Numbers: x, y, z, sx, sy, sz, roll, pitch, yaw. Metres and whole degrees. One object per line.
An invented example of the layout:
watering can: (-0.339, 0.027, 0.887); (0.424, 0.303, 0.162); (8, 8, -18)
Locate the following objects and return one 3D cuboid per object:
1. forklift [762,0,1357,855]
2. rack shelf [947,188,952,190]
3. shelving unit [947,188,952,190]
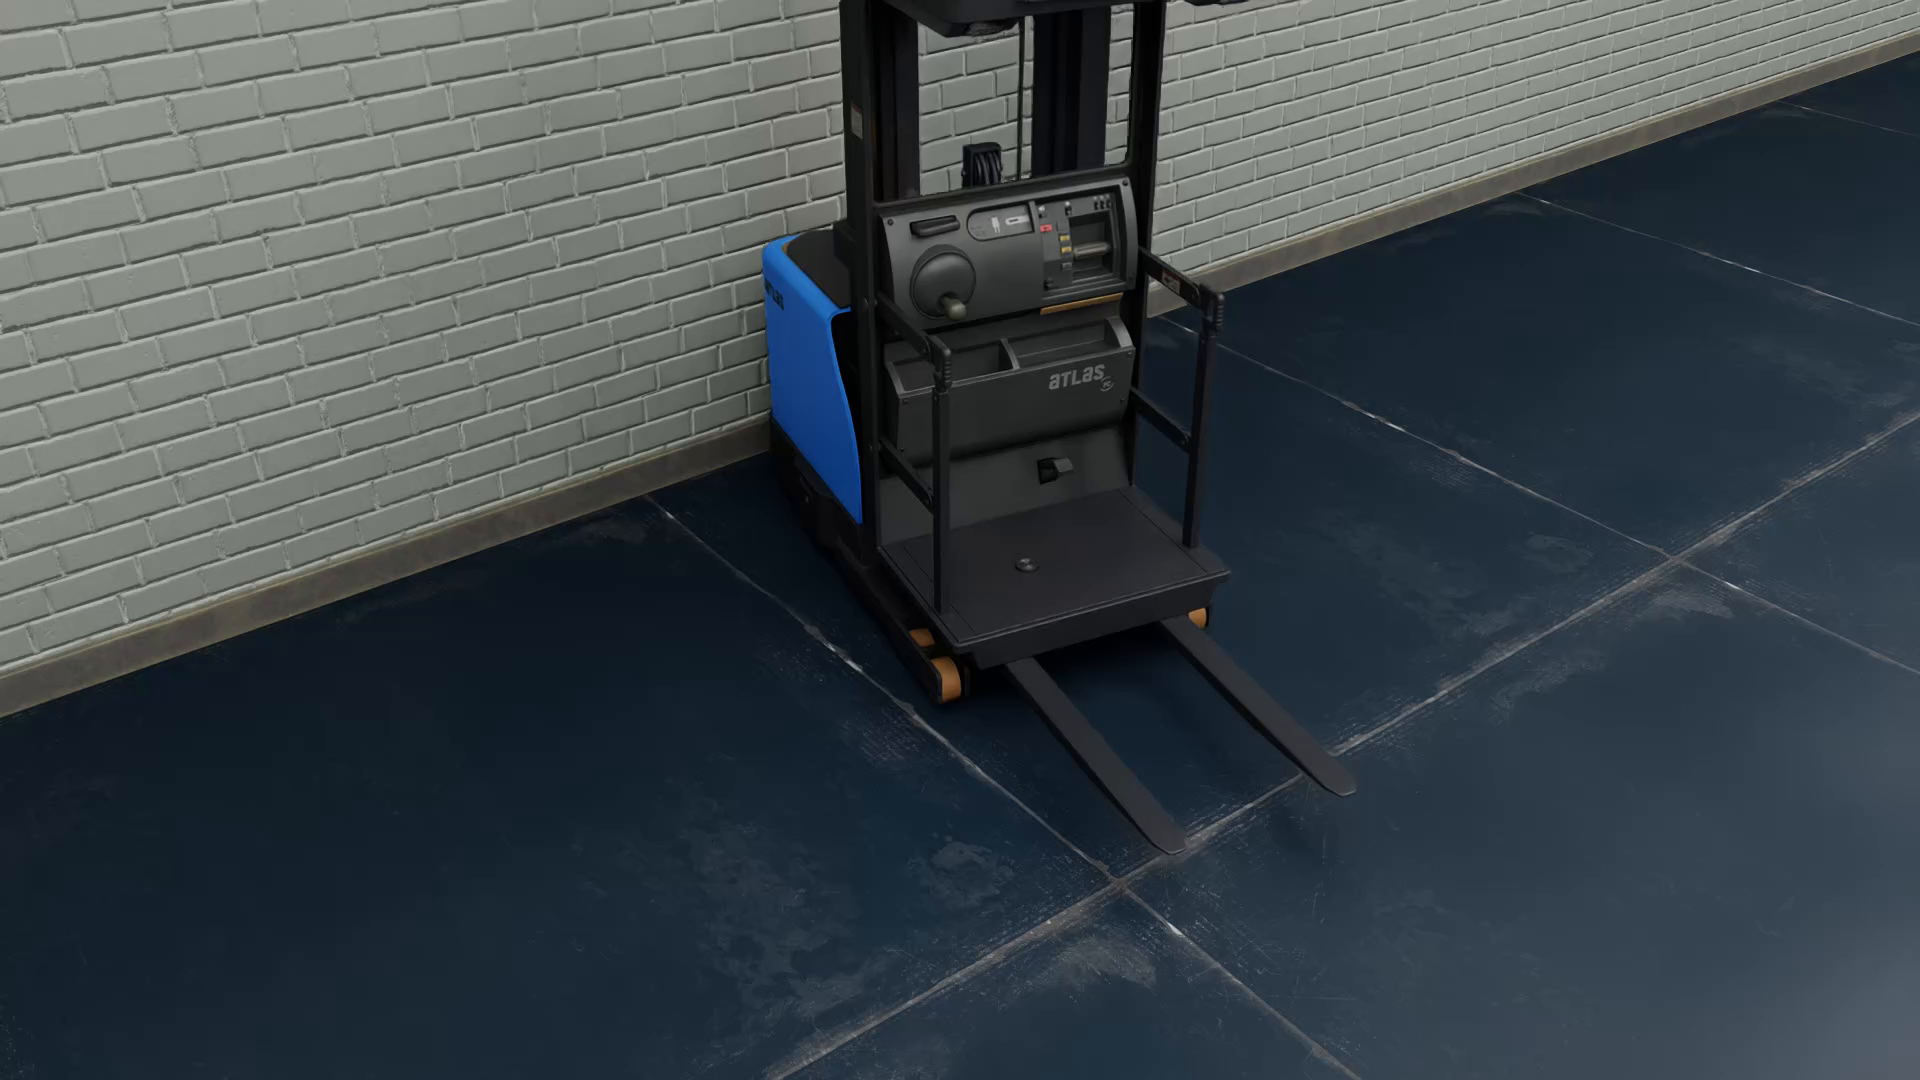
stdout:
forklift: (0.274, -0.936, 5.478); (1.130, 2.935, 3.031); (-14, 34, -21)
rack shelf: (0.053, -1.220, 7.013); (0.538, 0.278, 1.000); (-21, 30, -31)
shelving unit: (0.073, -0.957, 7.140); (0.538, 1.125, 1.048); (-21, 30, -31)
